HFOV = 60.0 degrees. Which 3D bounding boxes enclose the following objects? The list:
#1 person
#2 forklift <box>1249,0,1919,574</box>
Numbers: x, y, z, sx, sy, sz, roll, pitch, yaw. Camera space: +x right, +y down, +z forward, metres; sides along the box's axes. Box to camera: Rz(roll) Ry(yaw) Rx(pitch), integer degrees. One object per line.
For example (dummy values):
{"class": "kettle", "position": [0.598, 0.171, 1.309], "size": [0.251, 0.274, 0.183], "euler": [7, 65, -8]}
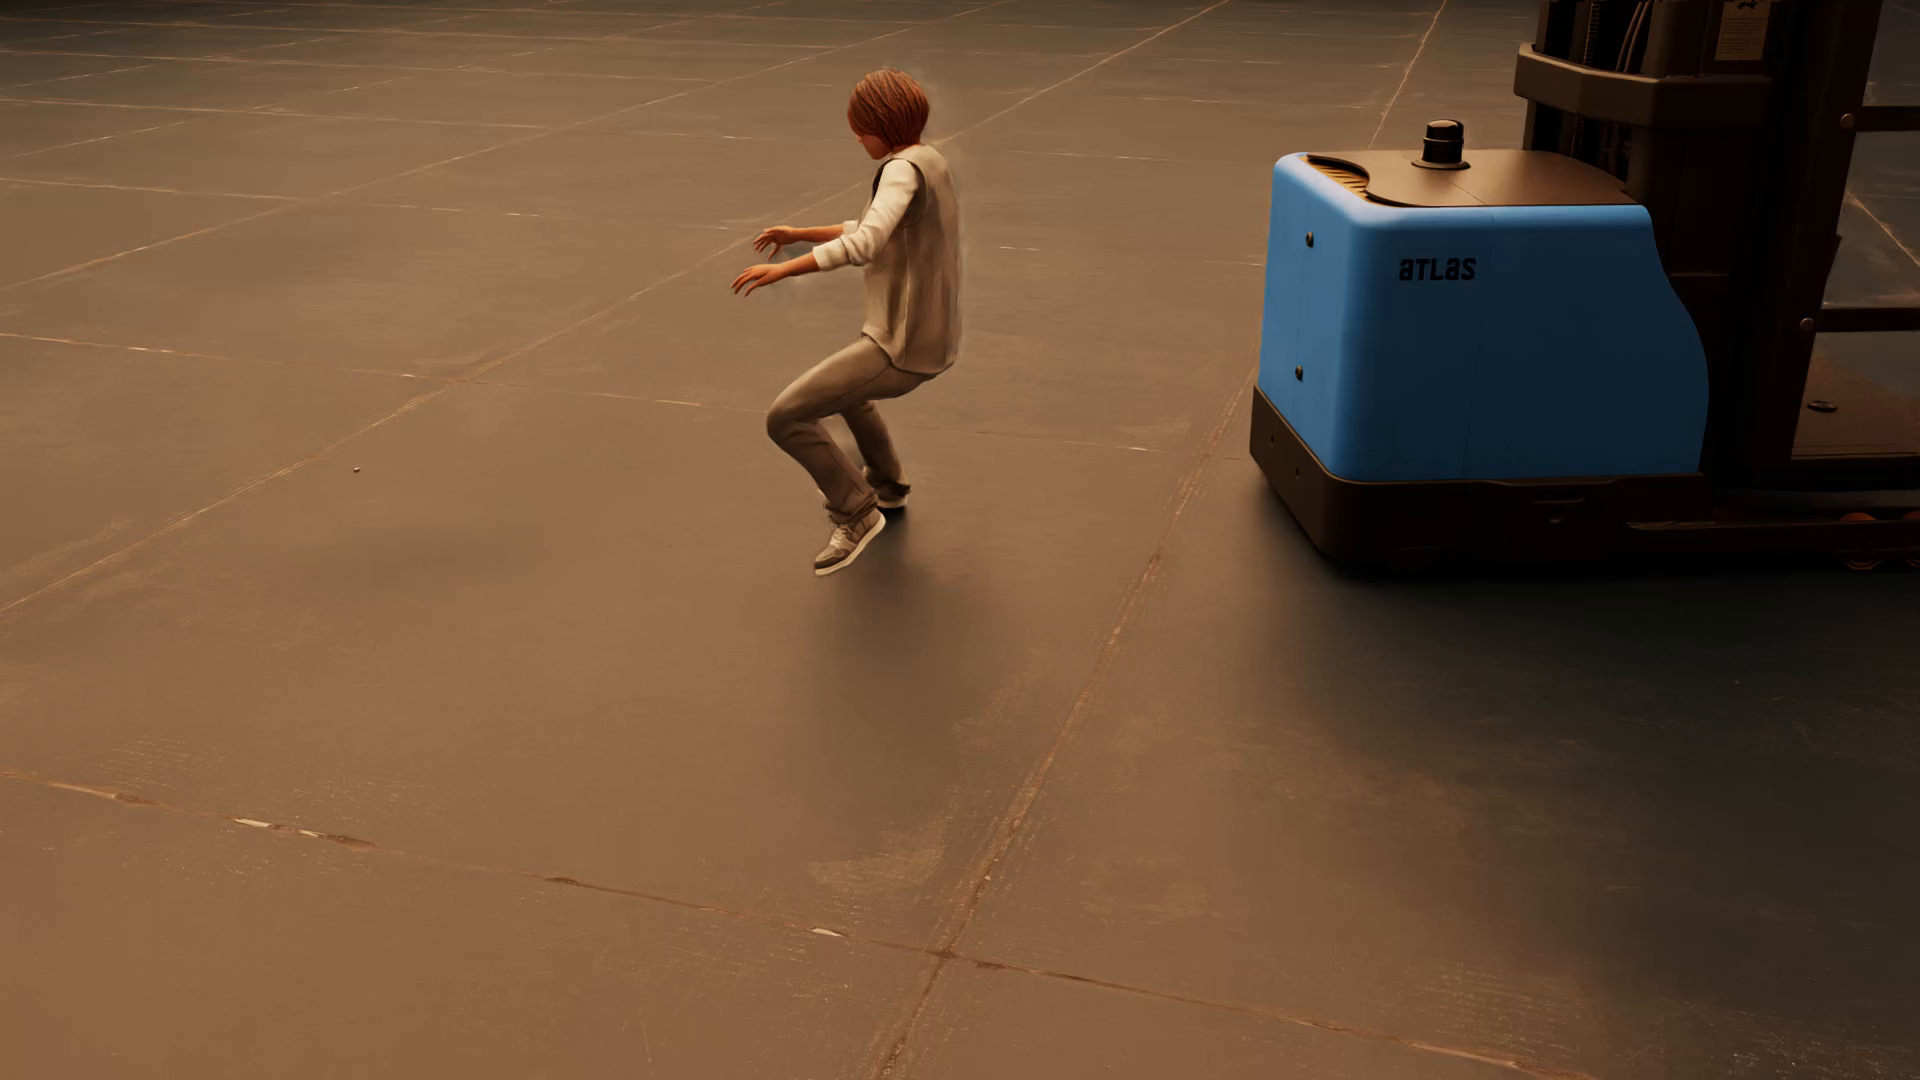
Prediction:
{"class": "person", "position": [-0.334, -0.620, 4.790], "size": [0.680, 1.393, 0.828], "euler": [5, 23, 12]}
{"class": "forklift", "position": [2.526, -1.466, 4.832], "size": [3.031, 2.935, 1.130], "euler": [-2, 22, -4]}
